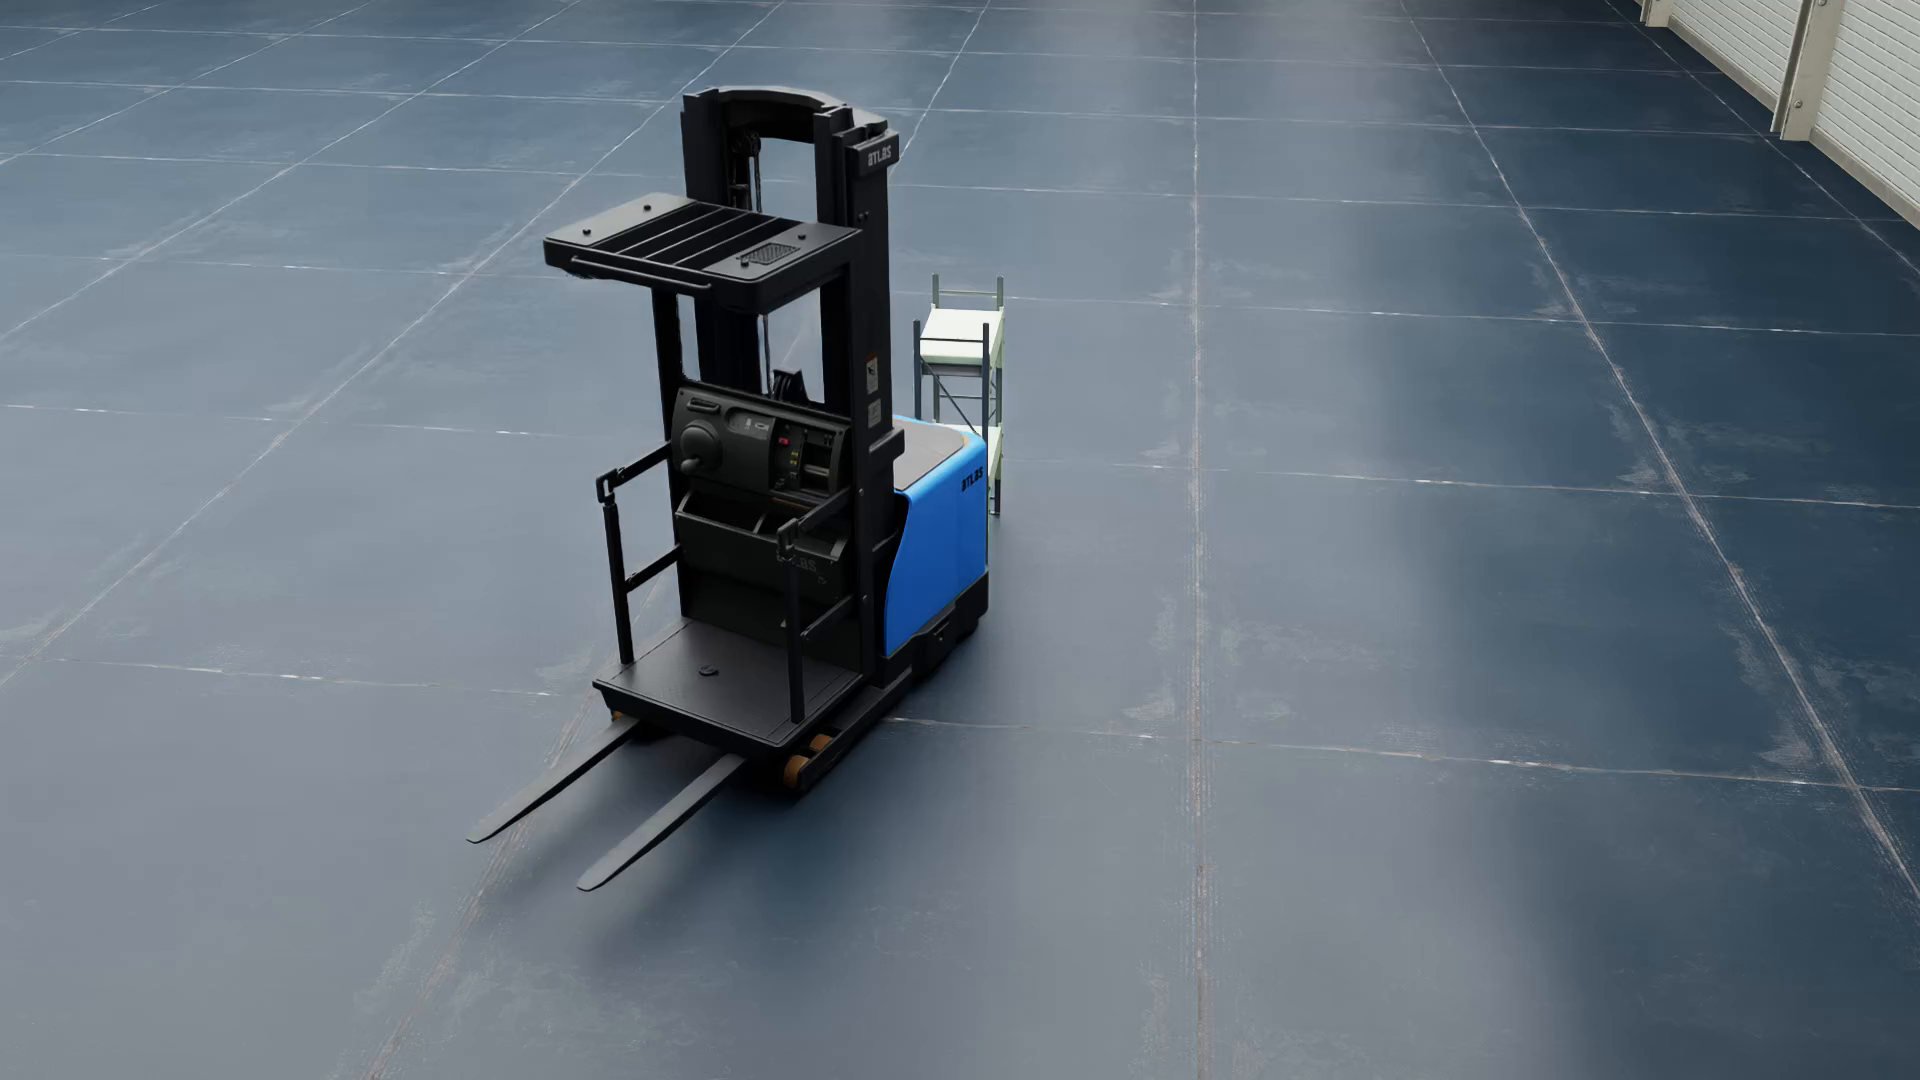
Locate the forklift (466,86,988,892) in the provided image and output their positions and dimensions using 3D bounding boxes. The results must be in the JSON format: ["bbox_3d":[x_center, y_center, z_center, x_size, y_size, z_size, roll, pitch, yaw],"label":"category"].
[{"bbox_3d":[-1.023,-0.386,7.376,1.130,2.935,3.031,15,32,26],"label":"forklift"}]

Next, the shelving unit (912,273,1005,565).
[{"bbox_3d":[-0.001,-0.657,9.388,0.431,1.500,0.755,3,28,6],"label":"shelving unit"}]

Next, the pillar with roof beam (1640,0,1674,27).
[{"bbox_3d":[5.342,-11.359,21.346,9.100,9.000,0.400,3,28,6],"label":"pillar with roof beam"}]

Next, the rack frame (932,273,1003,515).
[{"bbox_3d":[0.044,-0.829,9.708,0.400,1.500,0.023,3,28,6],"label":"rack frame"}]

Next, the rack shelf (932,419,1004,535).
[{"bbox_3d":[-0.001,-0.370,9.543,0.431,0.370,0.720,3,28,6],"label":"rack shelf"}]

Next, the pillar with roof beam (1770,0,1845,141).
[{"bbox_3d":[4.607,-8.534,16.104,9.100,9.000,0.400,3,28,6],"label":"pillar with roof beam"}]

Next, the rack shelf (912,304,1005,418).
[{"bbox_3d":[-0.001,-1.001,9.203,0.431,0.370,0.720,3,28,6],"label":"rack shelf"}]

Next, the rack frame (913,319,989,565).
[{"bbox_3d":[-0.046,-0.485,9.069,0.400,1.500,0.023,3,28,6],"label":"rack frame"}]
